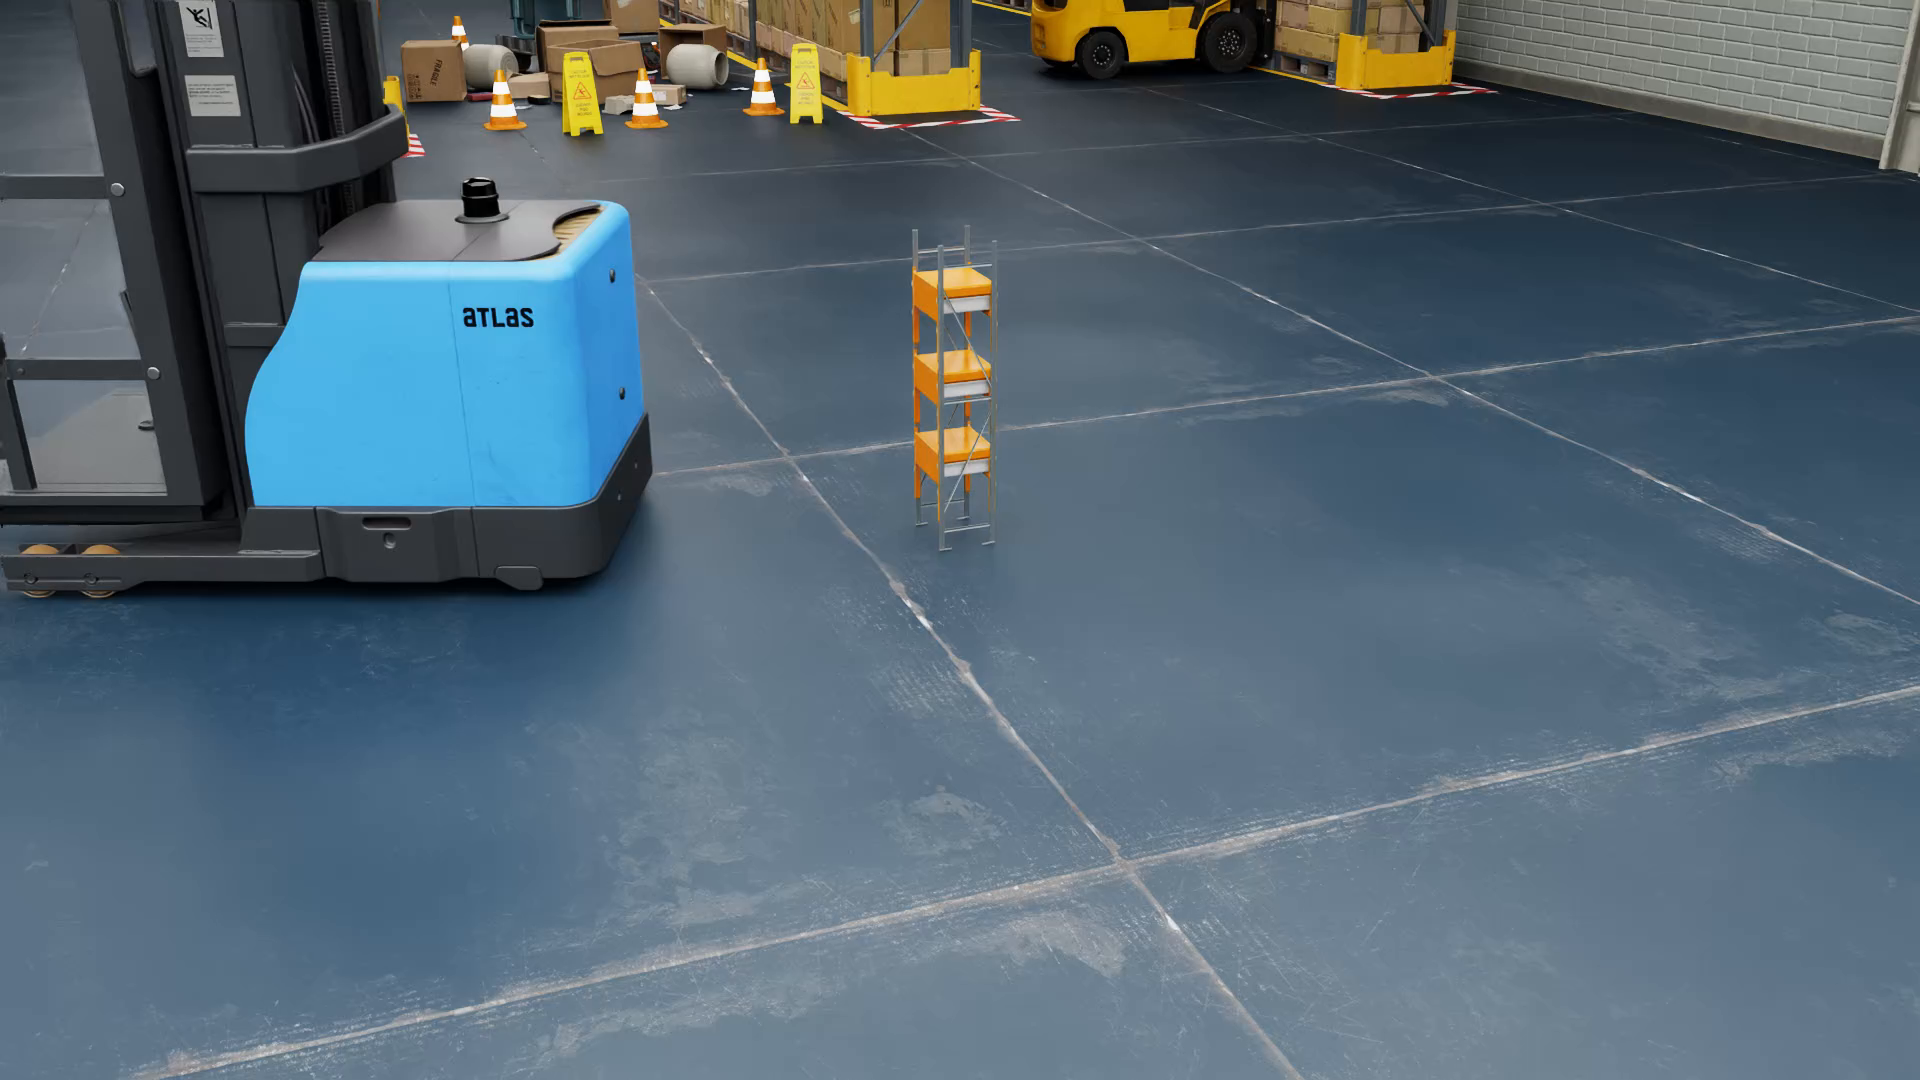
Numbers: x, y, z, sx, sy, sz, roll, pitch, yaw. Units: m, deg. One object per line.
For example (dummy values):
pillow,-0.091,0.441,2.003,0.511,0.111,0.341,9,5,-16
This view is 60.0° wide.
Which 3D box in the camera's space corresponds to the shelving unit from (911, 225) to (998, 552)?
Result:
shelving unit,-0.019,-0.503,5.592,0.215,1.050,0.252,-8,24,-19

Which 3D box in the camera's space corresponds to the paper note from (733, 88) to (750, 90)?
paper note,-2.116,-4.366,16.069,0.142,0.019,0.148,-18,29,-37

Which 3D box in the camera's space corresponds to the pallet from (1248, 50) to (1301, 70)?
pallet,3.527,-5.308,18.071,1.003,0.211,1.213,-8,24,-19

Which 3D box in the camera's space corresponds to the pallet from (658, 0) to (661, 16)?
pallet,-3.841,-7.557,23.407,1.003,0.211,1.213,-8,24,-19

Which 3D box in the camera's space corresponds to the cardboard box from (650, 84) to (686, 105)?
cardboard box,-2.732,-4.080,15.240,0.380,0.149,0.250,4,23,9

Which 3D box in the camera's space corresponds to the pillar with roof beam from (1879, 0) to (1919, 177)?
pillar with roof beam,2.952,-6.248,8.988,9.100,9.000,0.400,-8,24,-19

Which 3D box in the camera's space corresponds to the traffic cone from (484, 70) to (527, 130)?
traffic cone,-3.834,-3.698,13.929,0.336,0.463,0.334,-8,24,-19

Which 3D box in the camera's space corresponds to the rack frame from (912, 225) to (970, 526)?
rack frame,-0.062,-0.548,5.697,0.200,1.050,0.008,-8,24,-19

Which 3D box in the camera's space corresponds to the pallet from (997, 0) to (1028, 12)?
pallet,1.209,-7.776,23.928,1.003,0.211,1.213,-8,24,-19

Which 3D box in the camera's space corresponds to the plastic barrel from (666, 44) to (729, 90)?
plastic barrel,-2.525,-4.551,16.003,0.512,0.421,0.421,8,24,18

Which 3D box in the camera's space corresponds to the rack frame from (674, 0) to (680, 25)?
rack frame,-3.205,-8.102,21.111,1.000,3.000,0.127,-8,24,-19

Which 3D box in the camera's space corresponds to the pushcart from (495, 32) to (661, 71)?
pushcart,-3.908,-5.109,17.387,1.648,0.377,0.936,-18,29,-37

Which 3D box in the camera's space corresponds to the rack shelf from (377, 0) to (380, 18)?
rack shelf,-5.681,-4.875,14.380,1.077,0.370,4.000,-8,24,-19

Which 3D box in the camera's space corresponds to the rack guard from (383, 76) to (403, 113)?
rack guard,-4.966,-3.319,12.981,1.175,0.500,0.348,-8,24,-19

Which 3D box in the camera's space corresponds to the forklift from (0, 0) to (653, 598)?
forklift,-2.655,-1.370,5.228,3.031,2.935,1.130,0,23,0

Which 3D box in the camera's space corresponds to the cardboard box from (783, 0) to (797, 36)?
cardboard box,-1.455,-5.288,16.468,0.500,0.500,0.500,-7,24,-16

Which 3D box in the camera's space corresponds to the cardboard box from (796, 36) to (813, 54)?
cardboard box,-1.282,-4.757,16.175,0.500,0.250,0.500,-9,25,-21

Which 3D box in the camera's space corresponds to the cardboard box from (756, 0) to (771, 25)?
cardboard box,-1.836,-5.669,17.373,0.500,0.500,0.500,-7,24,-16

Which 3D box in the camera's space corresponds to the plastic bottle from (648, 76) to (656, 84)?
plastic bottle,-3.091,-4.568,16.510,0.133,0.061,0.283,-4,23,-10

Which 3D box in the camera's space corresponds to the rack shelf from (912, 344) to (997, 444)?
rack shelf,-0.019,-0.493,5.596,0.215,0.259,0.240,-8,24,-19

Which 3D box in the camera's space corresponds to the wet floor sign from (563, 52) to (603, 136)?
wet floor sign,-3.112,-3.656,13.593,0.267,0.644,0.232,-13,26,-28

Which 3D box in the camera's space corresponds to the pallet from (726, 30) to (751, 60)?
pallet,-2.069,-5.646,18.875,1.003,0.211,1.213,-8,24,-19

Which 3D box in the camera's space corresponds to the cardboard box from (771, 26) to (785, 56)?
cardboard box,-1.637,-5.131,17.062,0.500,0.250,0.500,-7,24,-16

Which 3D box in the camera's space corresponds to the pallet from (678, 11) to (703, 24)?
pallet,-2.931,-6.533,20.978,1.003,0.211,1.213,-8,24,-19

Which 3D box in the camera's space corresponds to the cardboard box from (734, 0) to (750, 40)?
cardboard box,-1.980,-5.822,18.543,0.950,0.372,0.625,-8,24,-18

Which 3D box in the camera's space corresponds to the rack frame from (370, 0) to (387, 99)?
rack frame,-4.974,-4.479,12.516,1.000,3.000,0.127,-8,24,-19

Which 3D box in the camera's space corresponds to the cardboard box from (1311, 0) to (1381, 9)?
cardboard box,3.809,-5.389,16.387,0.500,0.250,0.500,-8,24,-17

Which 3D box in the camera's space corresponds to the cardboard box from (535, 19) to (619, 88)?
cardboard box,-3.706,-4.737,16.166,0.797,0.637,0.503,-8,24,-19

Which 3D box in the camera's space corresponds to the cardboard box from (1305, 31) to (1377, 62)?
cardboard box,3.802,-4.932,16.588,0.500,0.250,0.500,-8,24,-19

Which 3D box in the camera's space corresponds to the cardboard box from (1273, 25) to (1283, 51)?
cardboard box,3.466,-5.297,17.454,0.500,0.250,0.500,-8,24,-18

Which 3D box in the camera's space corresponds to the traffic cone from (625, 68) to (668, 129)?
traffic cone,-2.656,-3.730,14.003,0.336,0.463,0.334,-8,24,-19

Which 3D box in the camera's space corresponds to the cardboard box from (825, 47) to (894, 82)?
cardboard box,-0.925,-4.387,15.297,0.500,0.250,0.500,-8,24,-19

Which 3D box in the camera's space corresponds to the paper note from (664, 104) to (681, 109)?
paper note,-2.575,-3.898,14.958,0.148,0.019,0.142,-18,29,-37

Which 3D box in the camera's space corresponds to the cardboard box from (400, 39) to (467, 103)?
cardboard box,-4.879,-4.359,15.445,0.500,0.500,0.500,-4,23,-10

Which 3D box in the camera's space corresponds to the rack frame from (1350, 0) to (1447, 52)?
rack frame,4.263,-5.878,15.833,1.000,3.000,0.127,-8,24,-19

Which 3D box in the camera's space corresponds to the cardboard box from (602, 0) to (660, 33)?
cardboard box,-3.447,-5.591,17.396,0.500,0.500,0.500,-8,24,-19

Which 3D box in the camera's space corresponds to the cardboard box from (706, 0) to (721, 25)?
cardboard box,-2.484,-6.335,19.760,0.950,0.372,0.625,-8,24,-17

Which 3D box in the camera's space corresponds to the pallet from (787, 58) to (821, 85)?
pallet,-1.087,-4.681,16.583,1.003,0.211,1.213,-8,24,-19

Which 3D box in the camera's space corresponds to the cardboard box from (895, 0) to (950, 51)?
cardboard box,-0.414,-4.807,15.327,0.500,0.500,0.500,-9,25,-21

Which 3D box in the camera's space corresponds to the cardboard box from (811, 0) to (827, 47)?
cardboard box,-1.094,-4.912,15.576,0.500,0.500,0.500,-7,24,-17

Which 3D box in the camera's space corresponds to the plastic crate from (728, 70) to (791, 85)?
plastic crate,-2.005,-4.620,16.609,0.402,0.080,0.583,-18,29,-37

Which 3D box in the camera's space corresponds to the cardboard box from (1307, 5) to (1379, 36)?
cardboard box,3.799,-5.169,16.507,0.500,0.250,0.500,-9,24,-20

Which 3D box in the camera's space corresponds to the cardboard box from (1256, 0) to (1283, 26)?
cardboard box,3.430,-5.537,17.381,0.500,0.250,0.500,-9,24,-20

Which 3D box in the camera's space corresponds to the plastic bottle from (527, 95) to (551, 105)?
plastic bottle,-3.881,-4.047,15.274,0.133,0.061,0.283,-18,29,-37

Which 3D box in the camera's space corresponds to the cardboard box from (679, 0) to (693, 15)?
cardboard box,-3.015,-6.878,21.050,0.950,0.372,0.625,-10,25,-23

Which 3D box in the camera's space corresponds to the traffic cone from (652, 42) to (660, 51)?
traffic cone,-3.540,-5.738,18.769,0.336,0.463,0.334,-8,24,-19

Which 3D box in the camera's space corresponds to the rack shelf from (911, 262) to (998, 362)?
rack shelf,-0.019,-0.755,5.486,0.215,0.259,0.240,-8,24,-19
